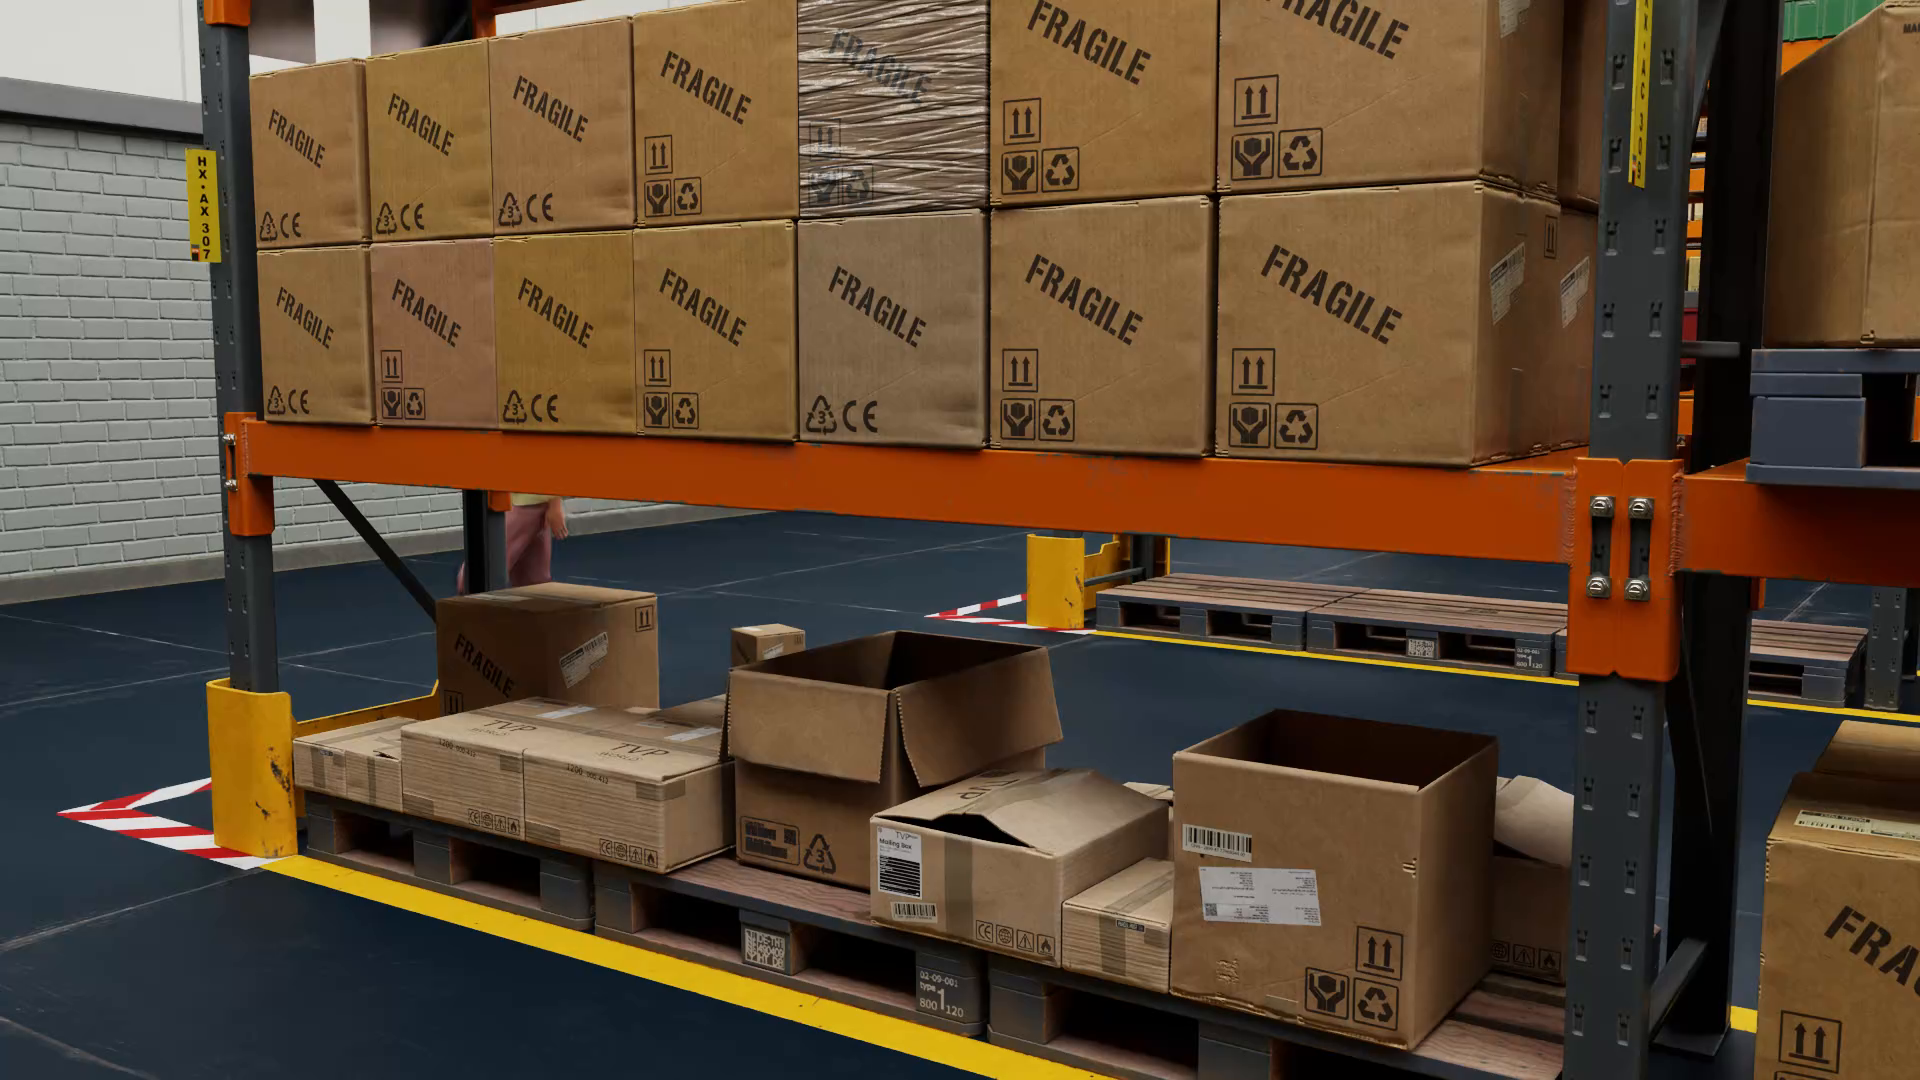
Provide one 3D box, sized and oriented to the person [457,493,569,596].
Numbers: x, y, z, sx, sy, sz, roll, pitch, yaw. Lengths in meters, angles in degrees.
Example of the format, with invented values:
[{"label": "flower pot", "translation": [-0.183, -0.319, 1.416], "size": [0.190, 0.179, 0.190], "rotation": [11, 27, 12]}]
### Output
[{"label": "person", "translation": [-1.847, -0.111, 6.898], "size": [0.502, 1.689, 0.454], "rotation": [-3, 7, -22]}]
